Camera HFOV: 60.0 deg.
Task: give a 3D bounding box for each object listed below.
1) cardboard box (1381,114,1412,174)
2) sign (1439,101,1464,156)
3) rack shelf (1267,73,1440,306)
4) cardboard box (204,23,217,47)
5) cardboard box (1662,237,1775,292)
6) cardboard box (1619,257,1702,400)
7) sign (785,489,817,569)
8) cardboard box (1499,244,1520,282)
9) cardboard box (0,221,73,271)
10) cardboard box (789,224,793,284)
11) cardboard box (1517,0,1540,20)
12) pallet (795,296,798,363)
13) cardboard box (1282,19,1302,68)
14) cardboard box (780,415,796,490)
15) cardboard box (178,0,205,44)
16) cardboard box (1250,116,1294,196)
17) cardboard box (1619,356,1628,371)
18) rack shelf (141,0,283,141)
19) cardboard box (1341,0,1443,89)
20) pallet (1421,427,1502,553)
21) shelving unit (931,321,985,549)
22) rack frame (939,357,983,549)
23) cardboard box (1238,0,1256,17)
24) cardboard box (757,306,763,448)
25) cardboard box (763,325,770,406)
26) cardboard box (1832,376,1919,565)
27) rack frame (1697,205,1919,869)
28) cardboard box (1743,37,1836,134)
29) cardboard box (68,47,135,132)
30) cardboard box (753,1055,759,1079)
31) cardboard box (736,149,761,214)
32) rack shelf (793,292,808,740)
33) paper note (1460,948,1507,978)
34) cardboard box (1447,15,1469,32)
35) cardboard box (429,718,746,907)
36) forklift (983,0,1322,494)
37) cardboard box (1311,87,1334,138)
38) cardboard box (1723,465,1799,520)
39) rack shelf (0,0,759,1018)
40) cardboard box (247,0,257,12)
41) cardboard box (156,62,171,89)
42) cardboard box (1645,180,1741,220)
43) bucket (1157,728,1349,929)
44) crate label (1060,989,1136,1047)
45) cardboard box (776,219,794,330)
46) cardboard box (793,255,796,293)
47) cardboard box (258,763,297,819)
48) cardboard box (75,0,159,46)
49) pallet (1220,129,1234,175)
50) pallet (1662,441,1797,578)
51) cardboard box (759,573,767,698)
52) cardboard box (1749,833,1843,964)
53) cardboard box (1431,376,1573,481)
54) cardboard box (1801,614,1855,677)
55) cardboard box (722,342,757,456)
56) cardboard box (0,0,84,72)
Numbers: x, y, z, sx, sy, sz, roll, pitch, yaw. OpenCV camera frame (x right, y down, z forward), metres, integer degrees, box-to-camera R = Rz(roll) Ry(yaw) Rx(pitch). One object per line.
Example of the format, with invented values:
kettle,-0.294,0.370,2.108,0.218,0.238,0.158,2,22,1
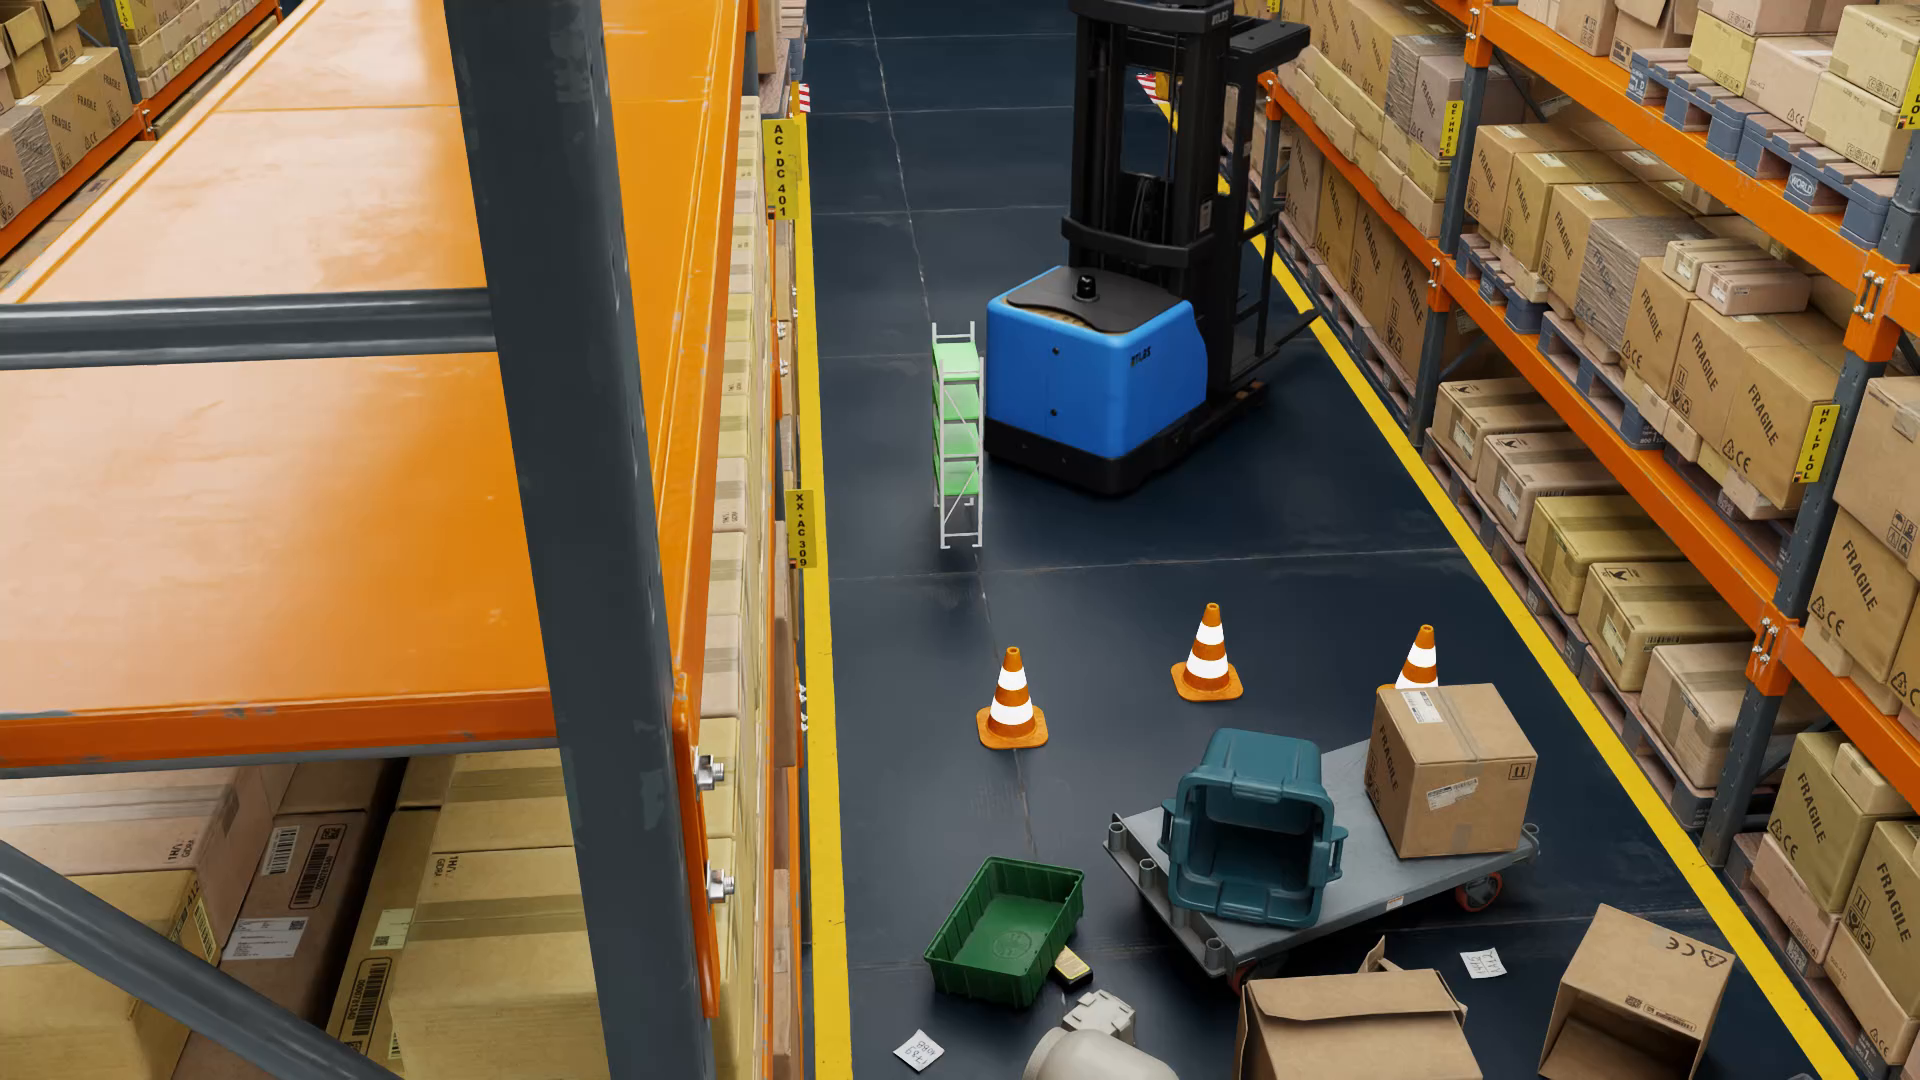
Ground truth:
cardboard box,3.074,-2.583,10.808,0.500,0.250,0.500,-4,31,-6
sign,2.871,-2.405,9.722,0.100,0.325,0.005,-3,31,-5
rack shelf,3.237,-2.648,11.960,1.077,0.370,4.000,-3,31,-5
cardboard box,-6.660,-4.358,14.367,0.380,0.149,0.250,-4,31,-6
cardboard box,3.403,-1.238,7.468,0.380,0.149,0.250,-4,31,-7
cardboard box,3.436,-0.986,7.679,0.500,0.500,0.500,-2,31,-3
sign,-0.569,-0.038,5.967,0.100,0.325,0.005,-3,31,-5
cardboard box,3.242,-1.546,9.248,0.380,0.149,0.250,-5,31,-8
cardboard box,-6.562,-1.538,11.063,1.225,0.875,0.875,-3,31,-4
cardboard box,-1.399,-1.952,11.390,0.500,0.250,0.500,-3,31,-4
cardboard box,3.284,-2.947,9.079,0.380,0.149,0.250,-3,31,-5
pallet,-1.678,-1.470,12.006,1.003,0.211,1.213,-3,31,-5
cardboard box,2.810,-3.890,12.997,0.500,0.250,0.500,-4,31,-6
cardboard box,-0.951,-0.187,7.041,0.500,0.500,0.500,-3,31,-4
cardboard box,-6.695,-4.337,13.943,0.500,0.250,0.500,-2,31,-3
cardboard box,3.098,-3.384,14.580,0.875,0.438,0.875,-3,31,-5
cardboard box,3.471,-0.876,8.128,0.380,0.149,0.250,-4,31,-6
rack shelf,-7.004,-4.215,14.584,1.077,0.370,4.000,-3,31,-5
cardboard box,2.979,-3.434,11.501,0.500,0.500,0.500,-3,31,-5
pallet,3.495,-0.340,10.113,1.003,0.211,1.213,-3,31,-5
shelving unit,-0.015,-0.600,9.584,0.258,1.200,0.503,-3,31,-5
rack frame,0.007,-0.475,9.376,0.240,1.200,0.015,-3,31,-5
cardboard box,2.699,-4.508,14.275,0.500,0.500,0.500,-3,31,-6
cardboard box,-0.728,-0.427,3.963,0.500,0.250,0.500,-3,31,-5
cardboard box,-0.696,-0.446,4.385,0.380,0.149,0.250,-3,31,-4
cardboard box,3.623,-0.258,5.895,0.700,0.500,0.500,-3,31,-5
rack frame,3.797,0.106,6.647,1.000,3.000,0.127,-3,31,-5
cardboard box,3.556,-1.847,6.729,0.500,0.250,0.500,-2,31,-4
cardboard box,-6.501,-3.320,12.287,0.500,0.500,0.500,-3,31,-4
cardboard box,-0.461,0.844,2.225,0.380,0.149,0.250,-3,31,-4
cardboard box,-0.724,-0.922,4.403,0.380,0.149,0.250,-3,31,-5
rack shelf,-1.308,-0.317,8.058,1.077,0.370,4.000,-3,31,-5
paper note,2.148,1.733,6.819,0.148,0.019,0.142,-3,31,-5
cardboard box,3.532,-3.189,11.092,0.500,0.500,0.500,-2,31,-3
cardboard box,-0.484,0.378,2.227,0.380,0.149,0.250,-3,31,-4
forklift,1.446,-2.229,10.625,1.130,2.935,3.031,22,37,32
cardboard box,2.910,-3.150,12.245,0.500,0.250,0.500,-3,31,-5
cardboard box,3.475,-0.215,7.022,0.380,0.149,0.250,-2,31,-4
rack shelf,-0.935,-0.679,3.203,1.077,0.370,4.000,-3,31,-5
cardboard box,-6.781,-5.010,15.458,0.380,0.149,0.250,-3,31,-4
cardboard box,-6.538,-3.696,13.259,0.380,0.149,0.250,-4,31,-6
cardboard box,3.851,-1.547,8.618,0.500,0.500,0.500,-5,31,-8
bucket,1.187,1.107,6.682,0.726,0.611,0.620,8,22,13
crate label,0.536,1.889,6.455,0.250,0.136,0.298,27,40,37
cardboard box,-1.186,-1.473,9.194,0.500,0.500,0.500,-3,31,-5
cardboard box,-1.501,-2.169,12.484,0.500,0.500,0.500,-3,31,-6
cardboard box,-1.163,0.278,2.395,0.380,0.149,0.250,-2,31,-4
cardboard box,-6.607,-4.145,12.890,0.500,0.500,0.500,-3,31,-5
pallet,2.940,-3.797,15.902,1.003,0.211,1.213,-3,31,-5
pallet,3.871,-0.208,7.361,1.003,0.211,1.213,-3,31,-5
cardboard box,-0.578,0.200,3.304,0.380,0.149,0.250,-3,31,-5
cardboard box,3.584,1.421,6.719,0.500,0.250,0.500,-4,31,-7
cardboard box,3.467,-0.699,10.149,0.950,0.372,0.625,-5,31,-8
cardboard box,3.508,0.390,6.417,0.380,0.149,0.250,-3,31,-5
cardboard box,-0.604,-0.273,3.318,0.380,0.149,0.250,-2,31,-4
cardboard box,-6.749,-3.651,11.862,0.797,0.503,0.637,-4,31,-6
